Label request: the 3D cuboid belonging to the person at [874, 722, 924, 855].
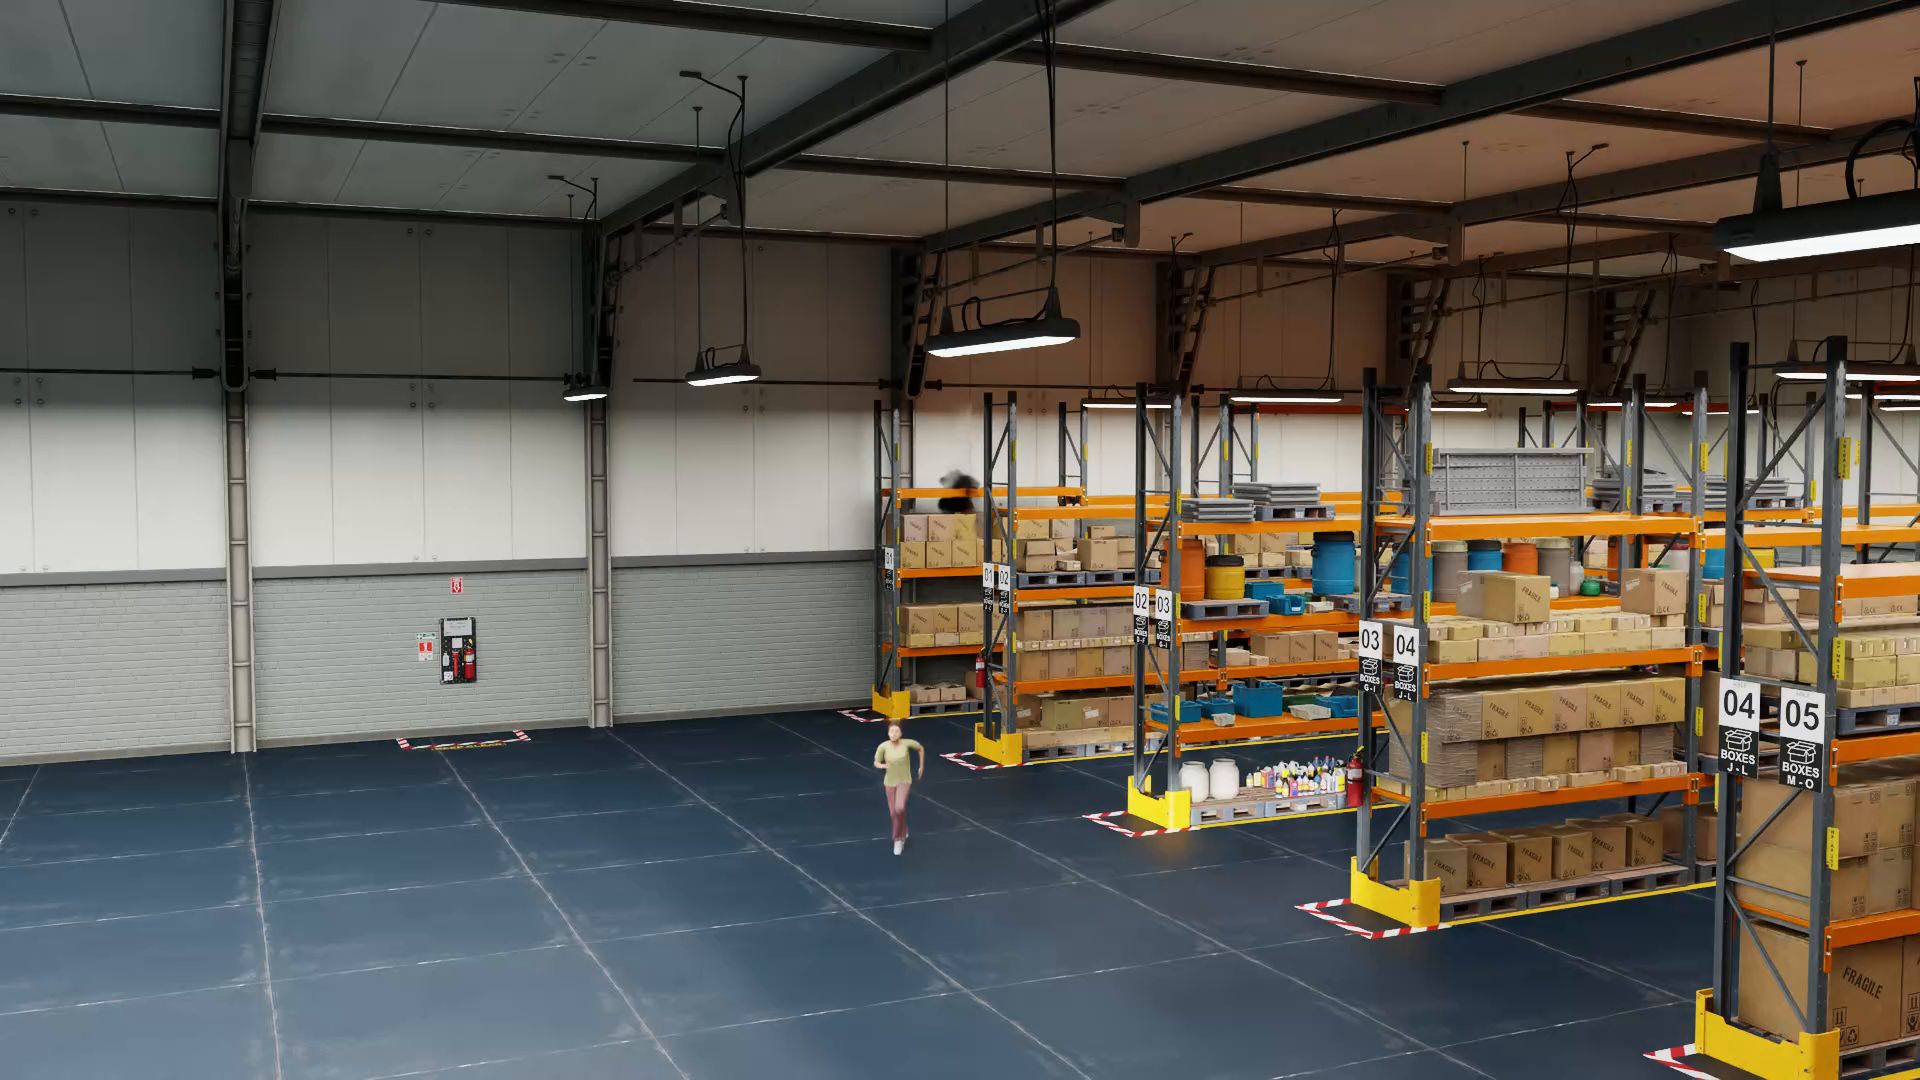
[{"bbox_3d":[-0.778,3.106,21.025,0.602,1.670,0.795,0,3,7],"label":"person"}]
